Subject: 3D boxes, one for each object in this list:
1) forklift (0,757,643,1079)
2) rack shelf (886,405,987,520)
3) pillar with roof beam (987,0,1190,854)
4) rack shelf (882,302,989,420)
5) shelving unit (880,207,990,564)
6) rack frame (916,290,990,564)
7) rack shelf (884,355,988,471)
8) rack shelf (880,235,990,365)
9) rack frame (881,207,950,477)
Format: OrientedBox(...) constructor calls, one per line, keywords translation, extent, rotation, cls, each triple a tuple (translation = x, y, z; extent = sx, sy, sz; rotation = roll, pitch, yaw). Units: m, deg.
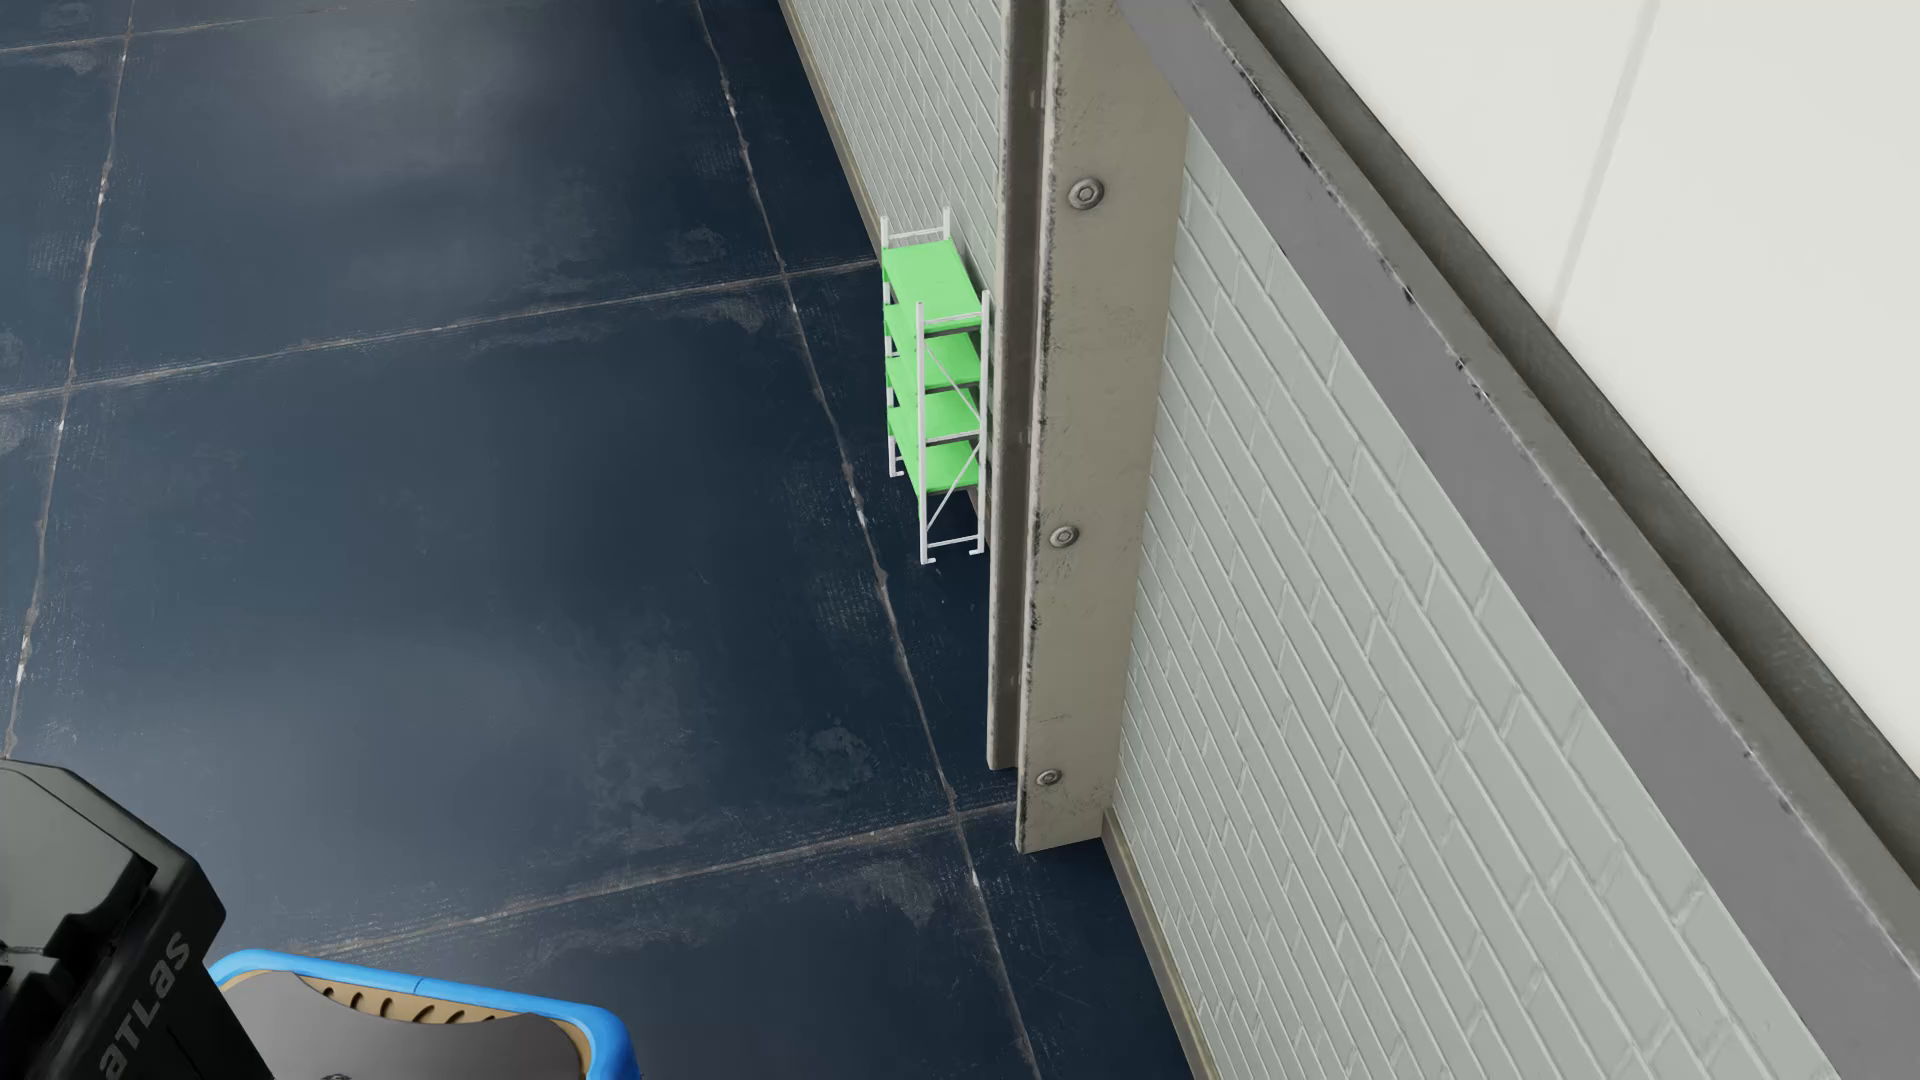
OrientedBox(translation=(-1.491, 1.758, 2.475), extent=(1.130, 2.935, 3.031), rotation=(7, 46, 7), cls="forklift")
OrientedBox(translation=(-0.091, -0.312, 6.140), extent=(0.258, 0.148, 0.480), rotation=(-11, 47, -11), cls="rack shelf")
OrientedBox(translation=(-3.875, -1.530, 1.449), extent=(9.100, 9.000, 0.400), rotation=(-11, 47, -10), cls="pillar with roof beam")
OrientedBox(translation=(-0.089, -0.648, 5.798), extent=(0.258, 0.148, 0.480), rotation=(-11, 47, -11), cls="rack shelf")
OrientedBox(translation=(-0.089, -0.525, 5.924), extent=(0.258, 1.200, 0.503), rotation=(-11, 47, -11), cls="shelving unit")
OrientedBox(translation=(-0.025, -0.357, 5.759), extent=(0.240, 1.200, 0.015), rotation=(-11, 47, -11), cls="rack frame")
OrientedBox(translation=(-0.090, -0.480, 5.969), extent=(0.258, 0.148, 0.480), rotation=(-11, 47, -11), cls="rack shelf")
OrientedBox(translation=(-0.087, -0.817, 5.627), extent=(0.258, 0.148, 0.480), rotation=(-11, 47, -11), cls="rack shelf")
OrientedBox(translation=(-0.154, -0.693, 6.088), extent=(0.240, 1.200, 0.015), rotation=(-11, 47, -11), cls="rack frame")
